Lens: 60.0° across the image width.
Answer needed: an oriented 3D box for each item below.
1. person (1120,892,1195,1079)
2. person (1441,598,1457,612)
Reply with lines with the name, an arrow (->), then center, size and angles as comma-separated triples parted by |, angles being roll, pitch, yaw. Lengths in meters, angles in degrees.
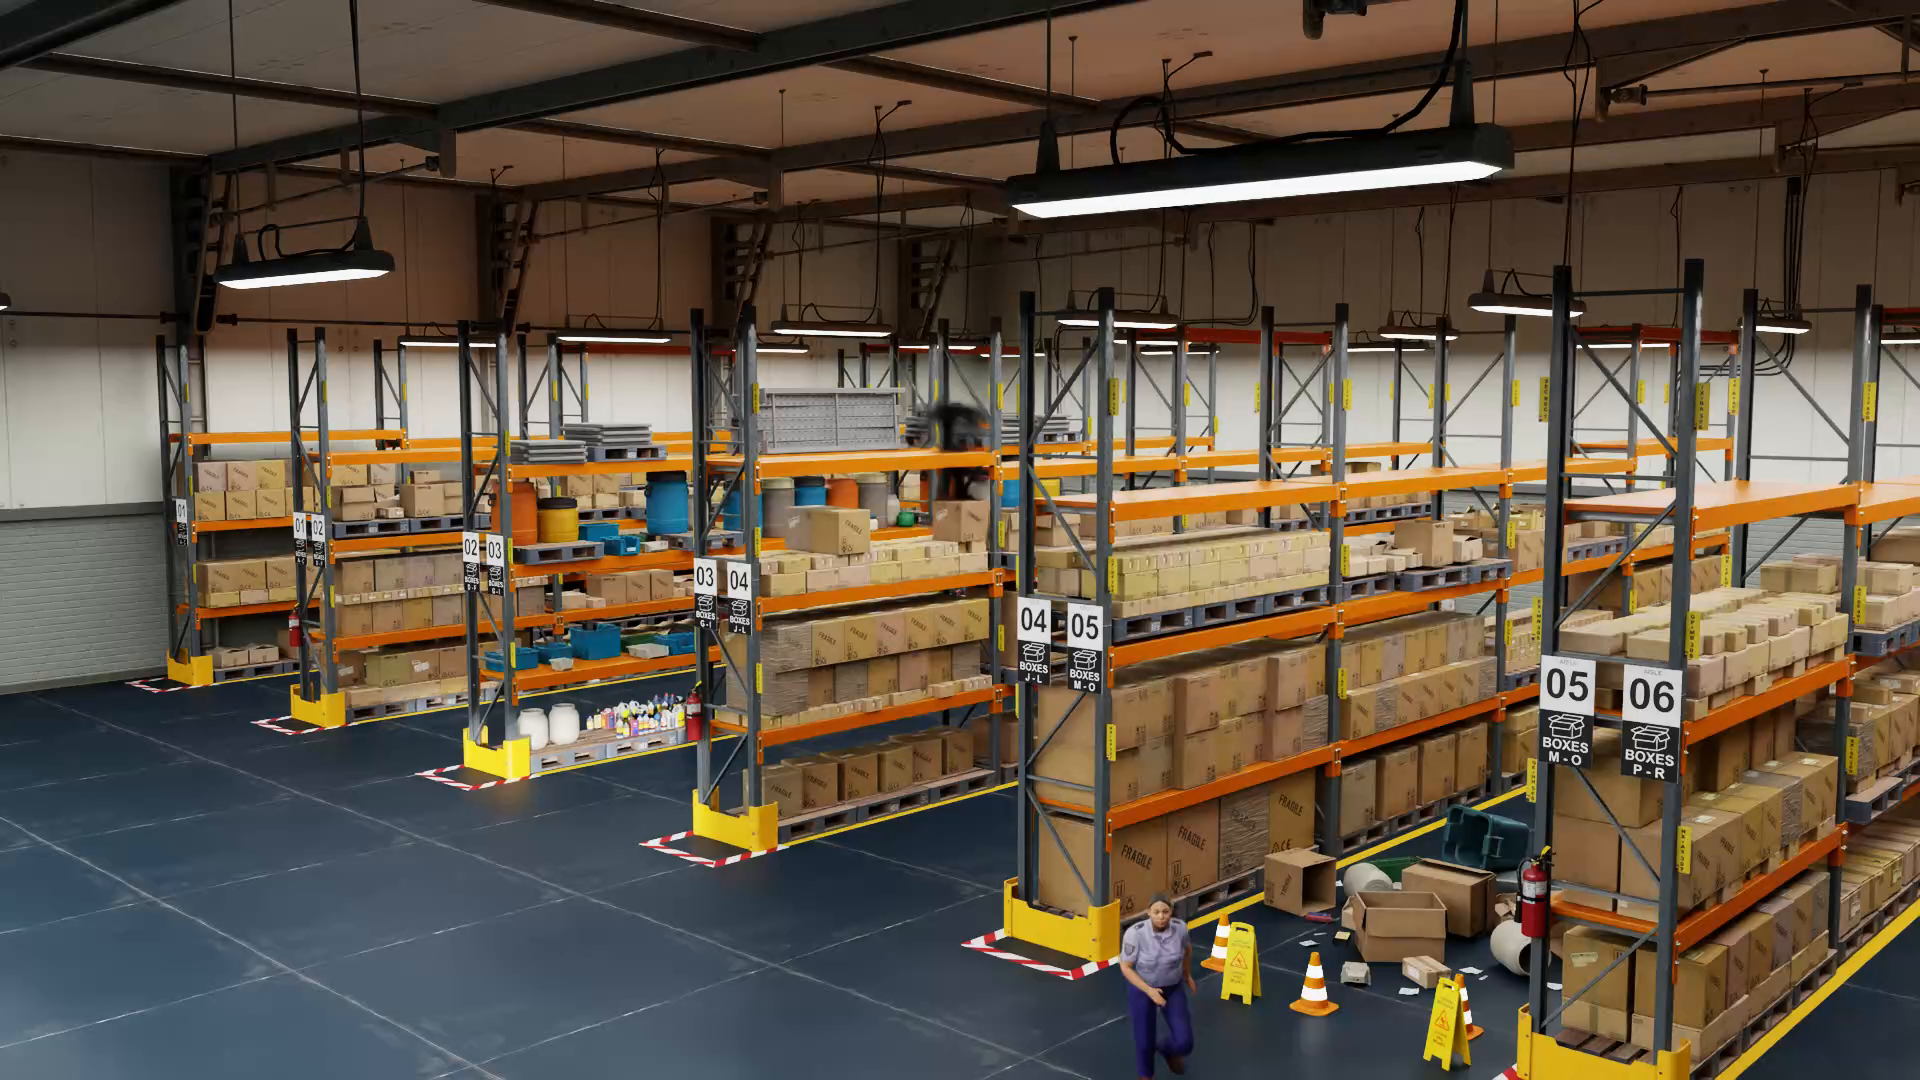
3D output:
person -> 1.438, 3.273, 11.975 | 0.613, 1.560, 0.738 | -1, 5, -7
person -> 8.953, 1.387, 31.056 | 0.697, 1.763, 0.785 | -4, 7, -40
